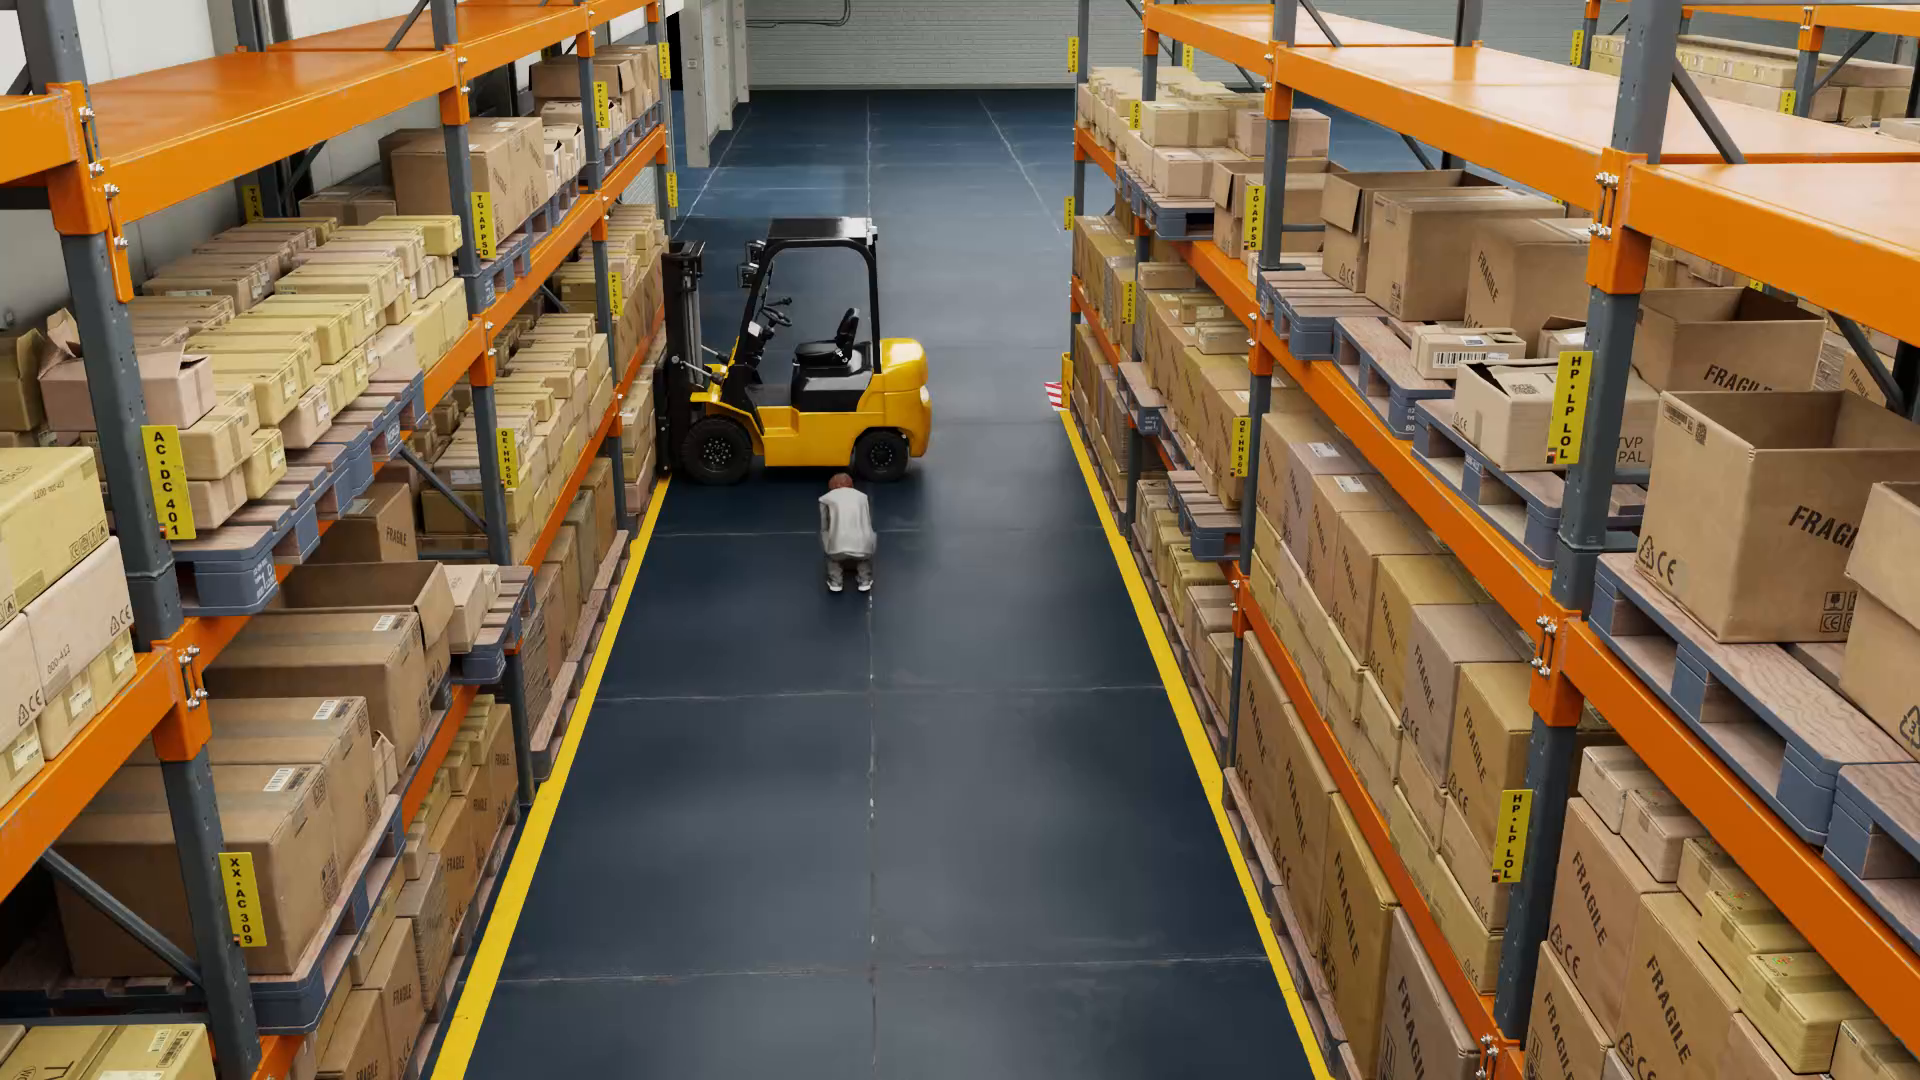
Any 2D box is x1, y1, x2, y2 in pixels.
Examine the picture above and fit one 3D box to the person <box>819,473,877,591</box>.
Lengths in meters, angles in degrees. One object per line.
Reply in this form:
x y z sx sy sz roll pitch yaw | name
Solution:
-0.837 -0.040 12.423 0.436 0.765 0.810 -1 21 -3 | person
